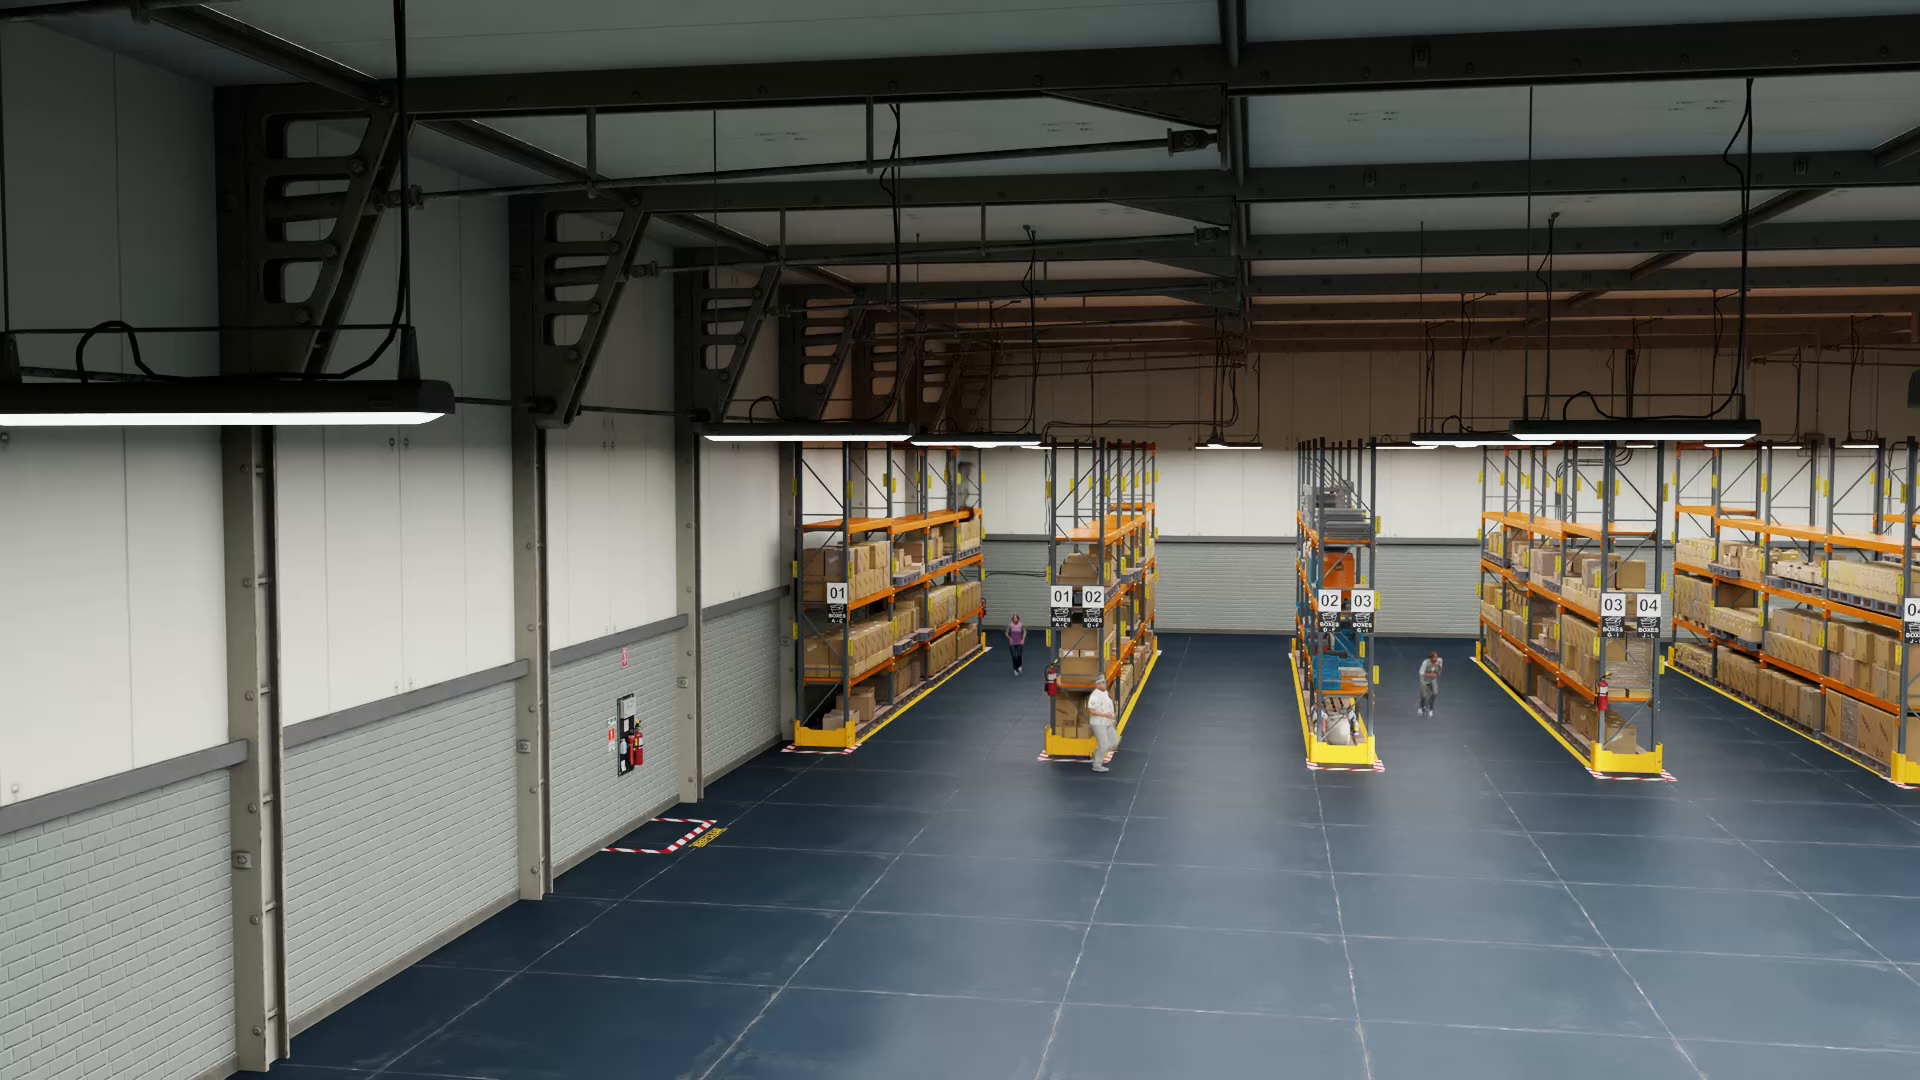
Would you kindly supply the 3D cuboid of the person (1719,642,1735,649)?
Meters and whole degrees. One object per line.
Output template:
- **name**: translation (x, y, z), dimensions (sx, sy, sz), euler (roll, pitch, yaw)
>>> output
- **person**: translation (20.895, 2.498, 45.256), dimensions (0.670, 1.697, 0.670), euler (-2, 4, -35)

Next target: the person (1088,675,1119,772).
- **person**: translation (2.584, 3.273, 29.746), dimensions (0.608, 1.730, 0.654), euler (2, 4, 37)

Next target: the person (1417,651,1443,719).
- **person**: translation (10.110, 3.100, 35.808), dimensions (0.578, 1.499, 0.904), euler (0, 3, -6)

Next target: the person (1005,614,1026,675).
- **person**: translation (1.425, 2.680, 42.585), dimensions (0.538, 1.566, 0.577), euler (0, 3, 3)
